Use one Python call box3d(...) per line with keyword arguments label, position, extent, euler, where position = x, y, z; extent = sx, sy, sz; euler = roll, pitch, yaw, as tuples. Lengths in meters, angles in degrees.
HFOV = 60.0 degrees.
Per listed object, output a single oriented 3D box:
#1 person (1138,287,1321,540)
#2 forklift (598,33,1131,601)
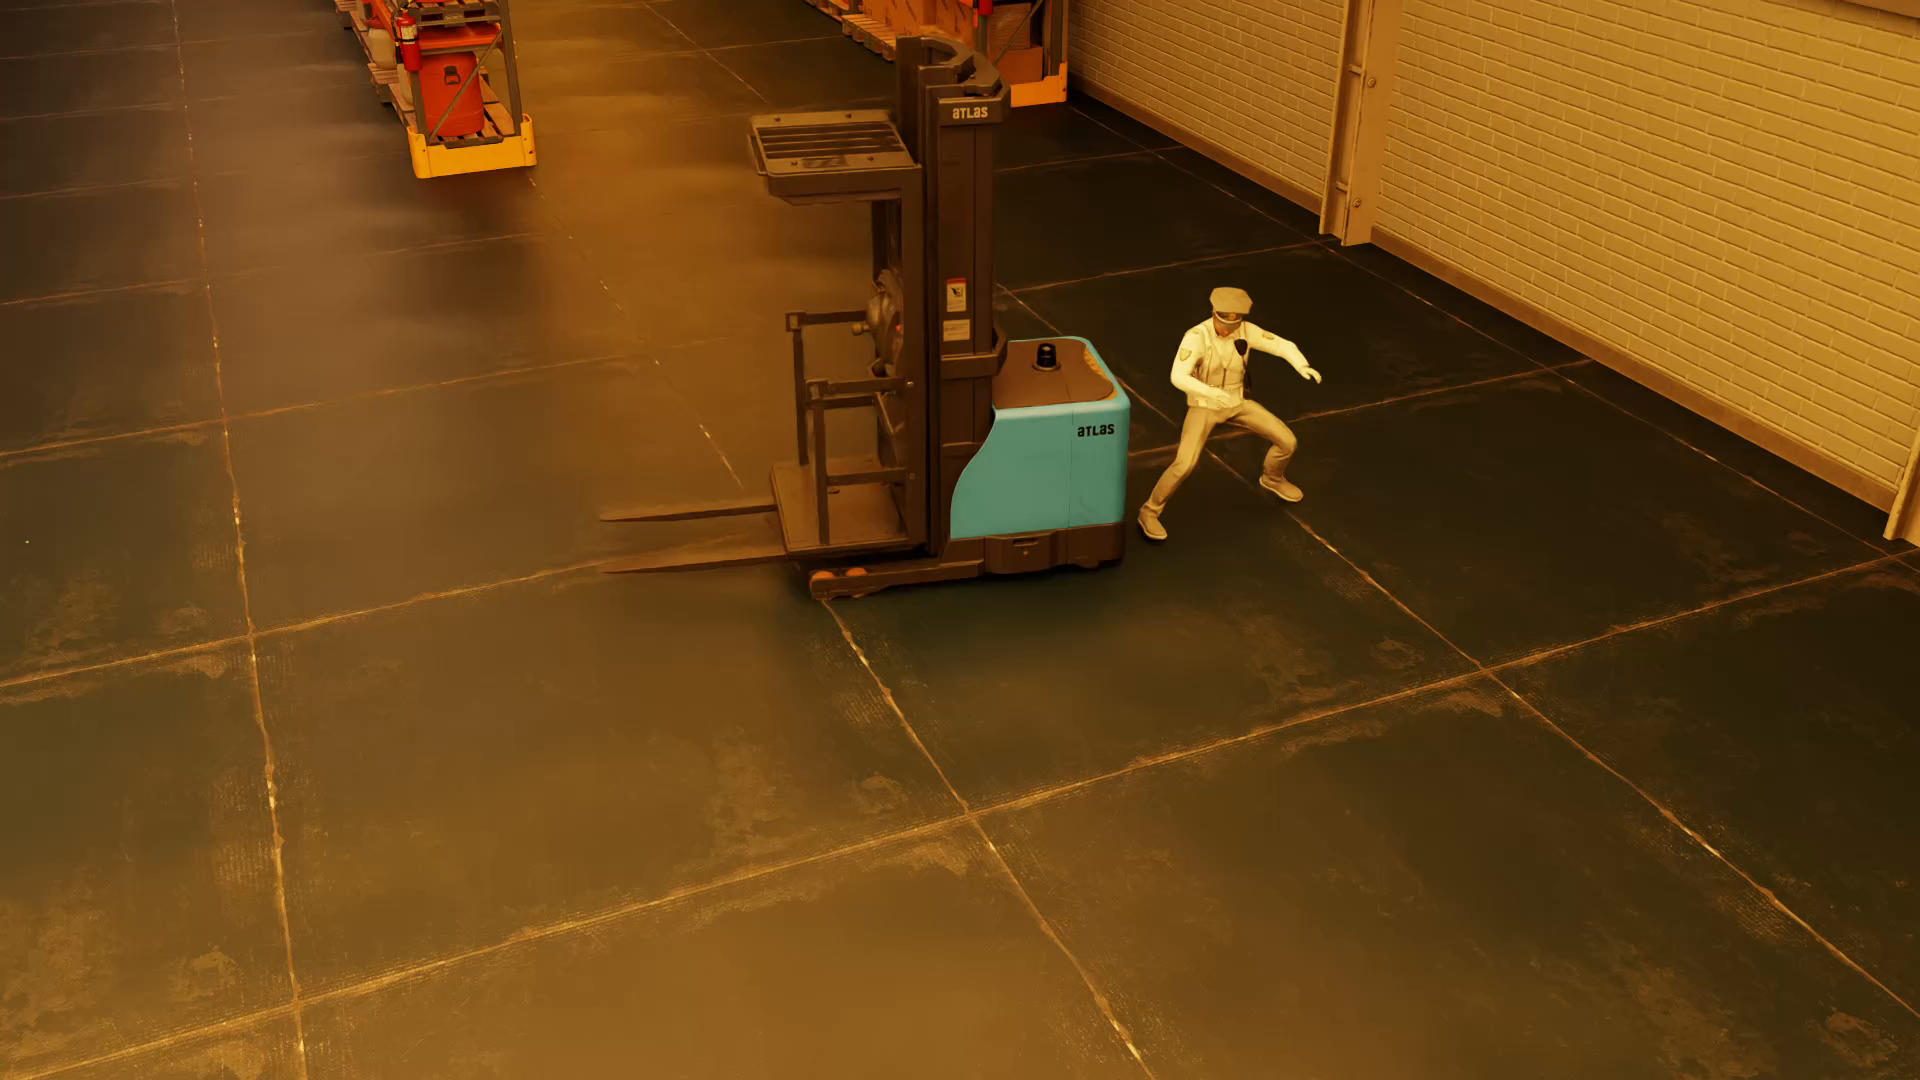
box3d(label="person", position=(1.616, -0.788, 9.933), extent=(1.092, 1.424, 0.654), euler=(-5, 30, -8))
box3d(label="forklift", position=(-0.598, -1.211, 9.238), extent=(3.031, 2.935, 1.130), euler=(-6, 30, -10))
